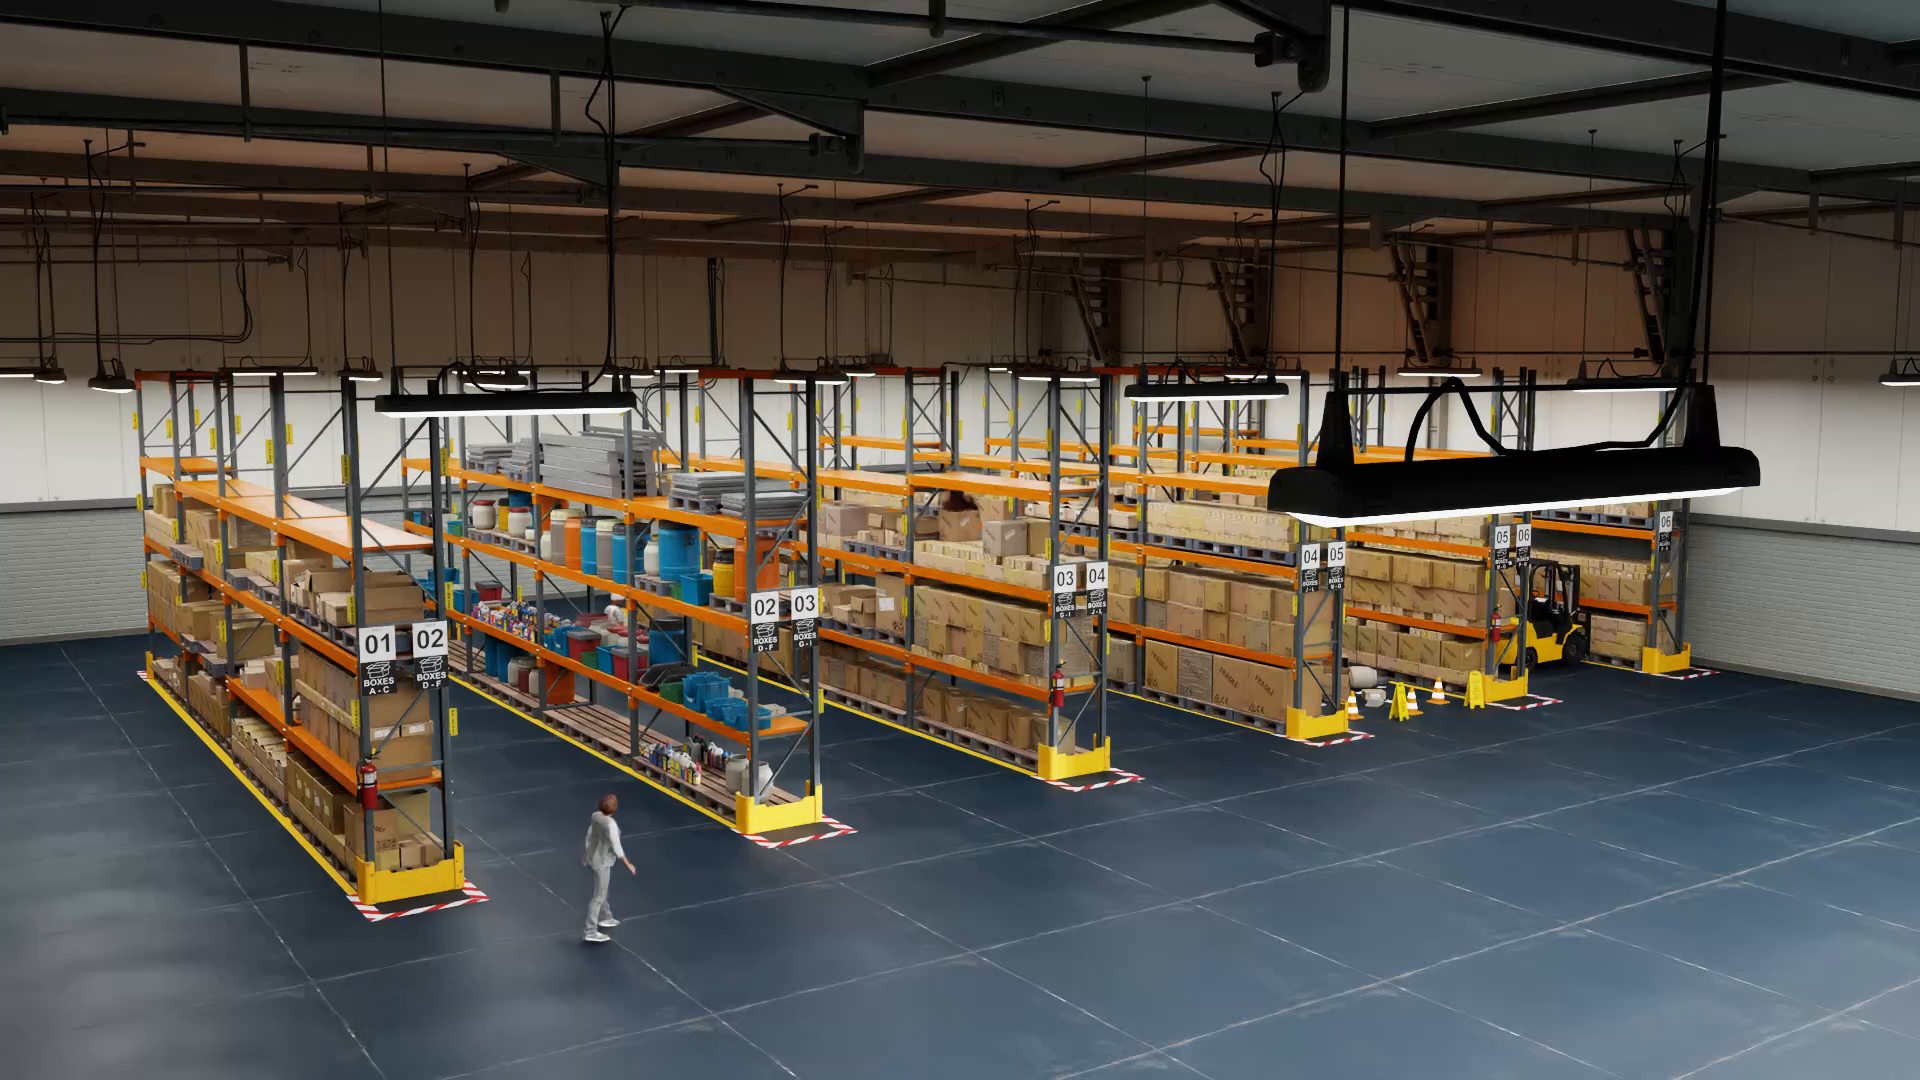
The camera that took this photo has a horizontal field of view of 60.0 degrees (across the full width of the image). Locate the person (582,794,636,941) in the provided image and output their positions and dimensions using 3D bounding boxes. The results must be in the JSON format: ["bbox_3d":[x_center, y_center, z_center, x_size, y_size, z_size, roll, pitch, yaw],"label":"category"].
[{"bbox_3d":[-3.874,3.585,18.086,0.572,1.507,0.561,-4,8,-33],"label":"person"}]

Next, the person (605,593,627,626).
[{"bbox_3d":[-6.539,1.857,31.715,0.501,1.793,0.580,-4,8,-32],"label":"person"}]

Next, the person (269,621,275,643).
[{"bbox_3d":[-14.043,1.749,33.467,0.970,1.626,0.452,6,9,44],"label":"person"}]
